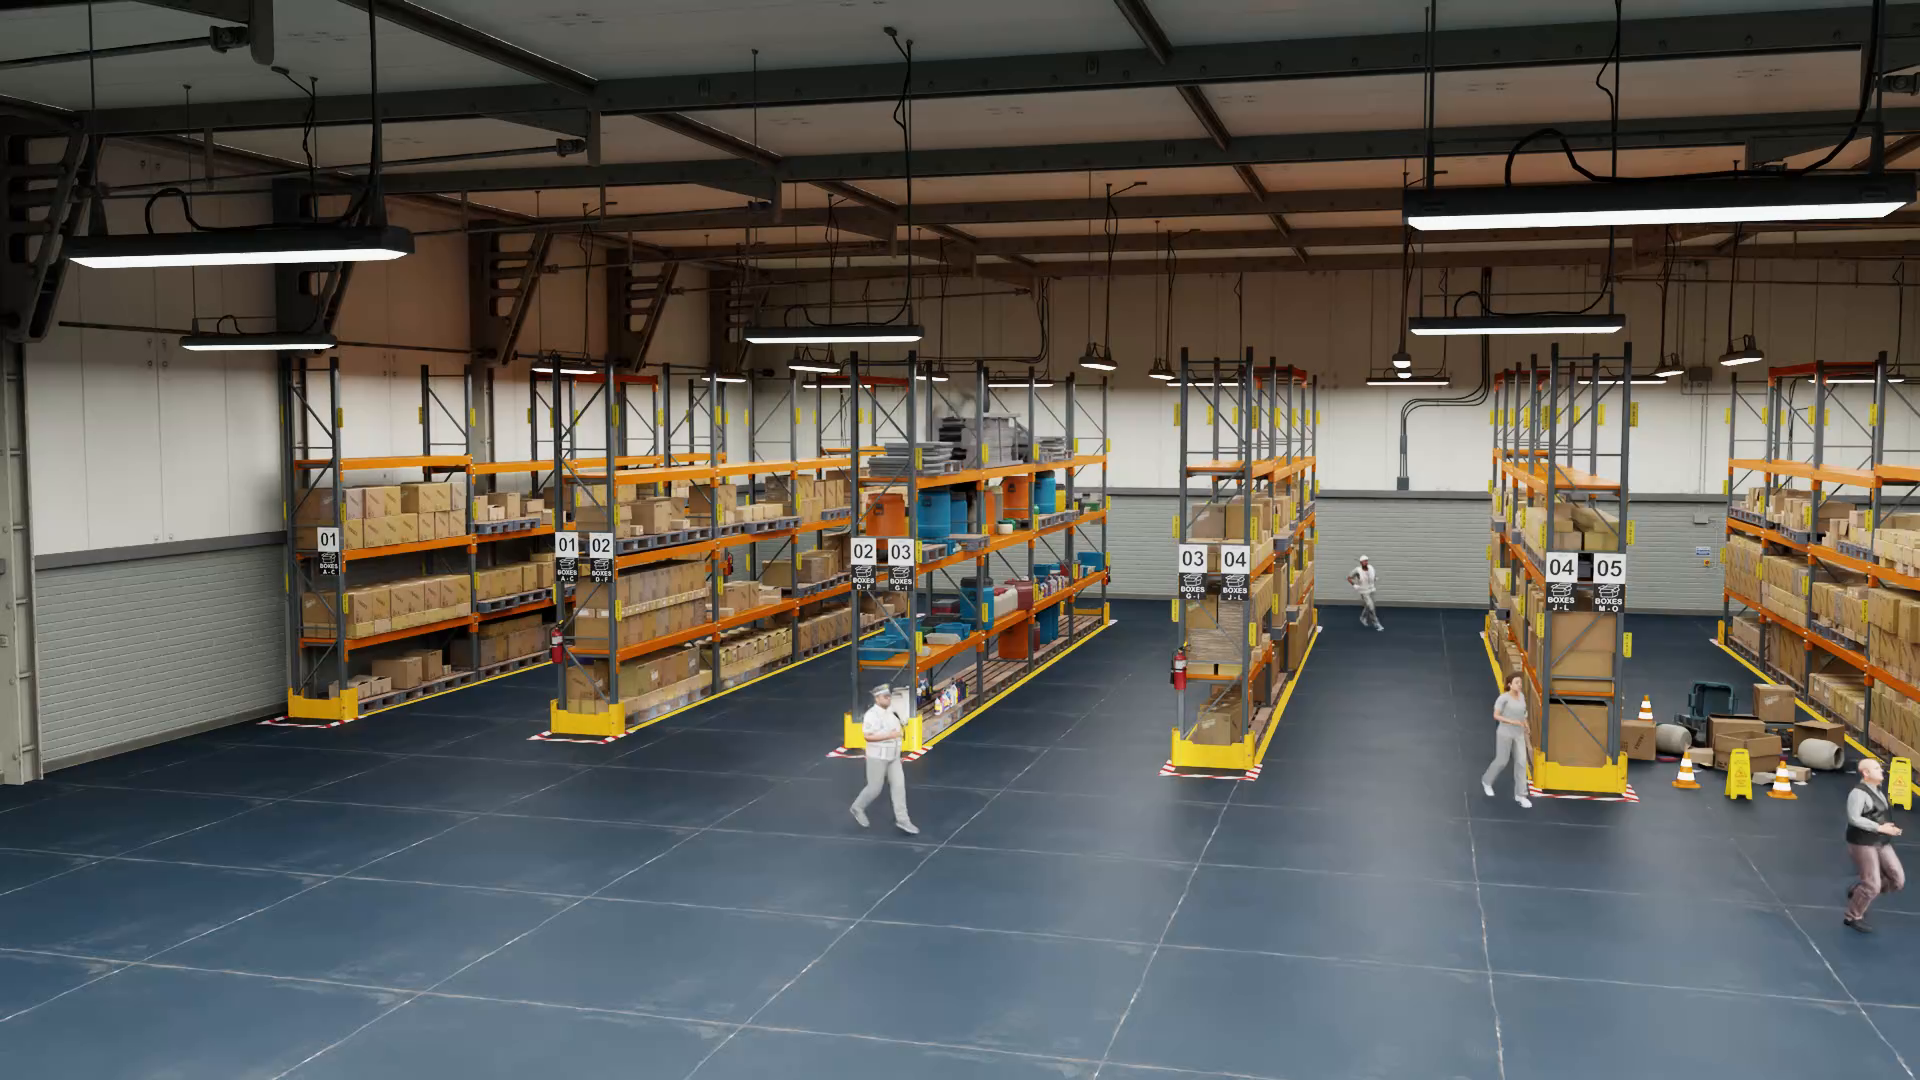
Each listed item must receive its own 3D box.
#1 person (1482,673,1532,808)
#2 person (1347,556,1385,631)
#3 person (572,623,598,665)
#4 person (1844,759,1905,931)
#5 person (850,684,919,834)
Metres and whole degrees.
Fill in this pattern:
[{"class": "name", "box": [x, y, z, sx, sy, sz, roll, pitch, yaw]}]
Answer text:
[{"class": "person", "box": [7.173, 2.651, 21.661, 0.589, 1.525, 0.862, -1, 4, -18]}, {"class": "person", "box": [9.545, 1.241, 39.194, 0.690, 1.769, 0.922, -2, 5, -26]}, {"class": "person", "box": [-6.760, 1.983, 30.199, 0.614, 1.618, 0.598, 1, 4, 8]}, {"class": "person", "box": [8.893, 2.969, 16.170, 0.708, 1.689, 0.555, -3, 5, -38]}, {"class": "person", "box": [-0.916, 2.608, 20.036, 0.957, 1.776, 0.658, 3, 5, 38]}]
